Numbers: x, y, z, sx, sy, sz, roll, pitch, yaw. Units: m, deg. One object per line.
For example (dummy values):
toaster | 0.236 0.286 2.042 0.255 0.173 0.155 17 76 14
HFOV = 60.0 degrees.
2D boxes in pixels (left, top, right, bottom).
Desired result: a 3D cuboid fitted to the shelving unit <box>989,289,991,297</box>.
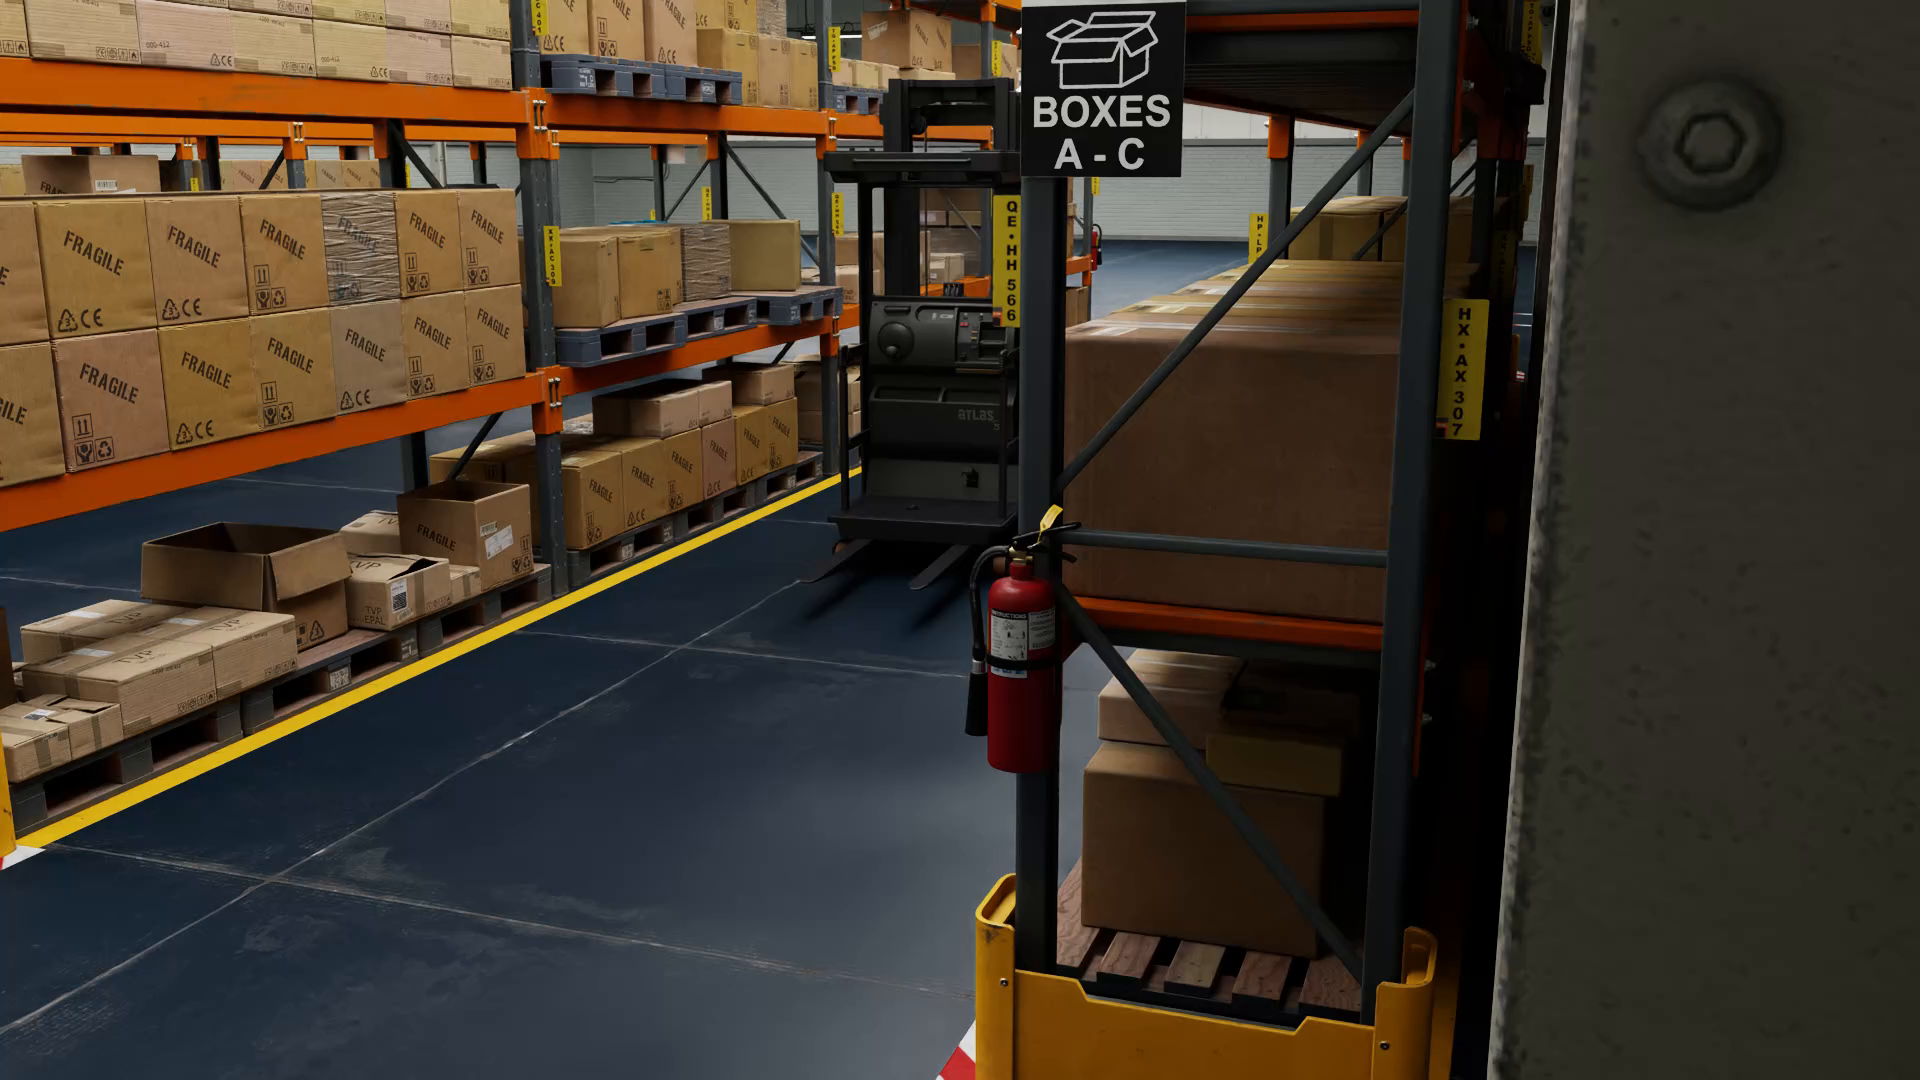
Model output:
shelving unit | 0.334 -1.042 12.183 0.538 1.500 1.048 3 13 14

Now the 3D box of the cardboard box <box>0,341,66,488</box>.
cardboard box | -3.656 -0.454 6.012 0.500 0.500 0.500 5 14 20

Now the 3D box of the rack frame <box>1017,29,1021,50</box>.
rack frame | 1.128 -6.625 19.789 1.000 3.000 0.127 4 14 18

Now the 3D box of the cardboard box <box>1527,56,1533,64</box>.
cardboard box | 4.951 -4.593 15.111 0.500 0.500 0.500 5 14 20

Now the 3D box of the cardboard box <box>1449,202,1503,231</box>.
cardboard box | 2.823 -1.791 9.469 0.500 0.250 0.500 4 13 17

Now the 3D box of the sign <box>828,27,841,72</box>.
sign | -0.947 -3.690 12.512 0.100 0.325 0.005 4 14 18

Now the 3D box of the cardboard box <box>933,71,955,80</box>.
cardboard box | -0.374 -4.323 15.837 0.500 0.250 0.500 6 14 24

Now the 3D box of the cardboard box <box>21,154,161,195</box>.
cardboard box | -9.928 -3.912 19.093 1.000 1.000 1.000 4 14 19

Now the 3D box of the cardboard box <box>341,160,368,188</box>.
cardboard box | -8.344 -4.856 22.381 0.500 0.500 0.500 4 14 18

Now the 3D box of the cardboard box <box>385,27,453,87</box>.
cardboard box | -2.832 -2.336 8.079 0.500 0.250 0.500 4 14 18

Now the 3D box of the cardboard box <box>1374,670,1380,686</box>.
cardboard box | 1.247 0.396 5.729 0.380 0.149 0.250 5 14 19

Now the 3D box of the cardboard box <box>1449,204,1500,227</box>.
cardboard box | 2.650 -1.681 8.989 0.500 0.250 0.500 4 13 17

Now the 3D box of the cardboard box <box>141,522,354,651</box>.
cardboard box | -3.357 0.225 7.881 0.797 0.503 0.637 4 14 18

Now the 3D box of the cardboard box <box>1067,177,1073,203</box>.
cardboard box | 0.948 -4.272 19.826 0.700 0.500 0.500 4 14 19

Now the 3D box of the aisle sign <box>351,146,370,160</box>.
aisle sign | -8.508 -5.716 23.447 0.394 0.787 0.004 4 14 18

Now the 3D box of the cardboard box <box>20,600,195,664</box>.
cardboard box | -3.770 0.465 7.400 0.500 0.250 0.500 4 14 18

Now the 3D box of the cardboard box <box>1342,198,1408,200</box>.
cardboard box | 2.664 -2.038 10.554 0.500 0.250 0.500 4 14 18

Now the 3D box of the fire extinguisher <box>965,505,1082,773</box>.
fire extinguisher | 0.154 0.243 4.194 0.296 0.674 0.183 4 14 18

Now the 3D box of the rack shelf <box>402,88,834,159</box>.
rack shelf | -2.107 -2.706 10.978 1.077 0.370 4.000 4 14 18

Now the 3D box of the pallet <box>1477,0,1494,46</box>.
pallet | 1.263 -1.809 5.631 1.003 0.211 1.213 4 14 18

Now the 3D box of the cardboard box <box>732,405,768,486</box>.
cardboard box | -1.708 -0.688 11.892 0.500 0.500 0.500 4 13 16

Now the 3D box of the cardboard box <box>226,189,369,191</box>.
cardboard box | -3.340 -1.522 8.442 0.500 0.500 0.500 4 13 17

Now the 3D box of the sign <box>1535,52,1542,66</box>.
sign | 6.335 -5.194 18.272 0.100 0.325 0.005 4 14 18

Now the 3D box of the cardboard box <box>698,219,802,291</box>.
cardboard box | -1.557 -2.128 12.402 0.700 0.500 0.500 0 13 -1

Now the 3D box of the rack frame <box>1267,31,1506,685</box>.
rack frame | 1.934 -0.817 7.828 1.000 3.000 0.127 4 14 18

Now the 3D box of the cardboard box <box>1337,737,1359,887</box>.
cardboard box | 0.933 0.779 5.508 0.700 0.500 0.500 4 14 18

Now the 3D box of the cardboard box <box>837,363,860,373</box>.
cardboard box | -0.851 -1.353 14.151 0.500 0.311 0.500 4 13 17

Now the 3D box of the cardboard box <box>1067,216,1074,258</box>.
cardboard box | 0.965 -3.651 20.019 0.700 0.500 0.500 4 14 18

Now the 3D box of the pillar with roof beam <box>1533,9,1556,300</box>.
pillar with roof beam | 6.218 -8.896 29.739 9.100 9.000 0.400 4 14 18

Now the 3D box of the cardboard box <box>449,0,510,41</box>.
cardboard box | -2.655 -2.684 8.480 0.500 0.250 0.500 4 14 18

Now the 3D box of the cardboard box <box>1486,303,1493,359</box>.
cardboard box | 2.491 -1.210 8.611 0.500 0.500 0.500 4 14 19

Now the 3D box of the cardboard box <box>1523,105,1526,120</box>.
cardboard box | 4.920 -4.108 15.233 0.500 0.500 0.500 5 14 20

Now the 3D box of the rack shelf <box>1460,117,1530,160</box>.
rack shelf | 5.170 -4.034 16.799 1.077 0.370 4.000 4 14 18

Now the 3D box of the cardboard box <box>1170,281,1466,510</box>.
cardboard box | 1.276 -0.543 5.953 0.980 0.700 0.700 4 13 16

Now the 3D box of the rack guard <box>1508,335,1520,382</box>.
rack guard | 5.792 -2.109 19.106 1.175 0.500 0.348 4 14 18

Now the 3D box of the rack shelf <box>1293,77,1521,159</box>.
rack shelf | 2.581 -2.350 9.419 1.077 0.370 4.000 4 14 18

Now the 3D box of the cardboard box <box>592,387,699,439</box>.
cardboard box | -2.044 -0.829 10.824 0.500 0.250 0.500 4 14 19

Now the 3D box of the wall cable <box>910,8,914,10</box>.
wall cable | -2.508 -16.140 53.835 2.305 6.003 0.169 4 14 18

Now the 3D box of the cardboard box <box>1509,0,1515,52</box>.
cardboard box | 3.004 -3.164 10.153 0.700 0.500 0.500 4 13 15

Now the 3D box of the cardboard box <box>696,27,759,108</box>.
cardboard box | -1.903 -3.215 11.369 0.910 0.500 0.500 4 14 18

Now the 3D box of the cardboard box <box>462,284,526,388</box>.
cardboard box | -2.673 -1.098 8.834 0.500 0.500 0.500 5 14 19

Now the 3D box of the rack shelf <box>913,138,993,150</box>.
rack shelf | 0.481 -4.390 18.358 1.077 0.370 4.000 4 14 18

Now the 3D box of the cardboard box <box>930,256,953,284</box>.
cardboard box | -0.277 -2.594 15.913 0.396 0.266 0.258 4 13 17

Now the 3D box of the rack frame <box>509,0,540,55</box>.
rack frame | -2.754 -4.098 8.719 1.000 3.000 0.127 4 14 18

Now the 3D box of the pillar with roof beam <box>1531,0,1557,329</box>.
pillar with roof beam | 4.277 -7.632 24.204 9.100 9.000 0.400 4 14 18

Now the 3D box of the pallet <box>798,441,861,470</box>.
pallet | -1.157 -0.826 14.134 1.003 0.211 1.213 4 14 18

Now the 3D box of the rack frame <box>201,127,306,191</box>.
rack frame | -6.146 -2.373 14.643 1.000 3.000 0.127 4 14 18

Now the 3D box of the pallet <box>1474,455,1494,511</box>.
pallet | 3.482 -0.464 12.548 1.003 0.211 1.213 4 14 18

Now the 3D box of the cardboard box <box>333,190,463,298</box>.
cardboard box | -2.836 -1.476 8.243 0.500 0.500 0.500 4 13 17

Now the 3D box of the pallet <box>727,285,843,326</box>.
pallet | -1.613 -1.774 12.451 1.213 0.211 1.003 4 14 18

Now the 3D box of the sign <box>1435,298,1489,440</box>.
sign | 1.163 -0.395 3.852 0.100 0.325 0.005 4 14 18

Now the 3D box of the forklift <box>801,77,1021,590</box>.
forklift | -0.158 -1.294 10.072 1.130 2.935 3.031 3 13 14

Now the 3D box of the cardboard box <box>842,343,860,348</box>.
cardboard box | -0.869 -1.712 15.723 0.500 0.311 0.500 4 13 17
